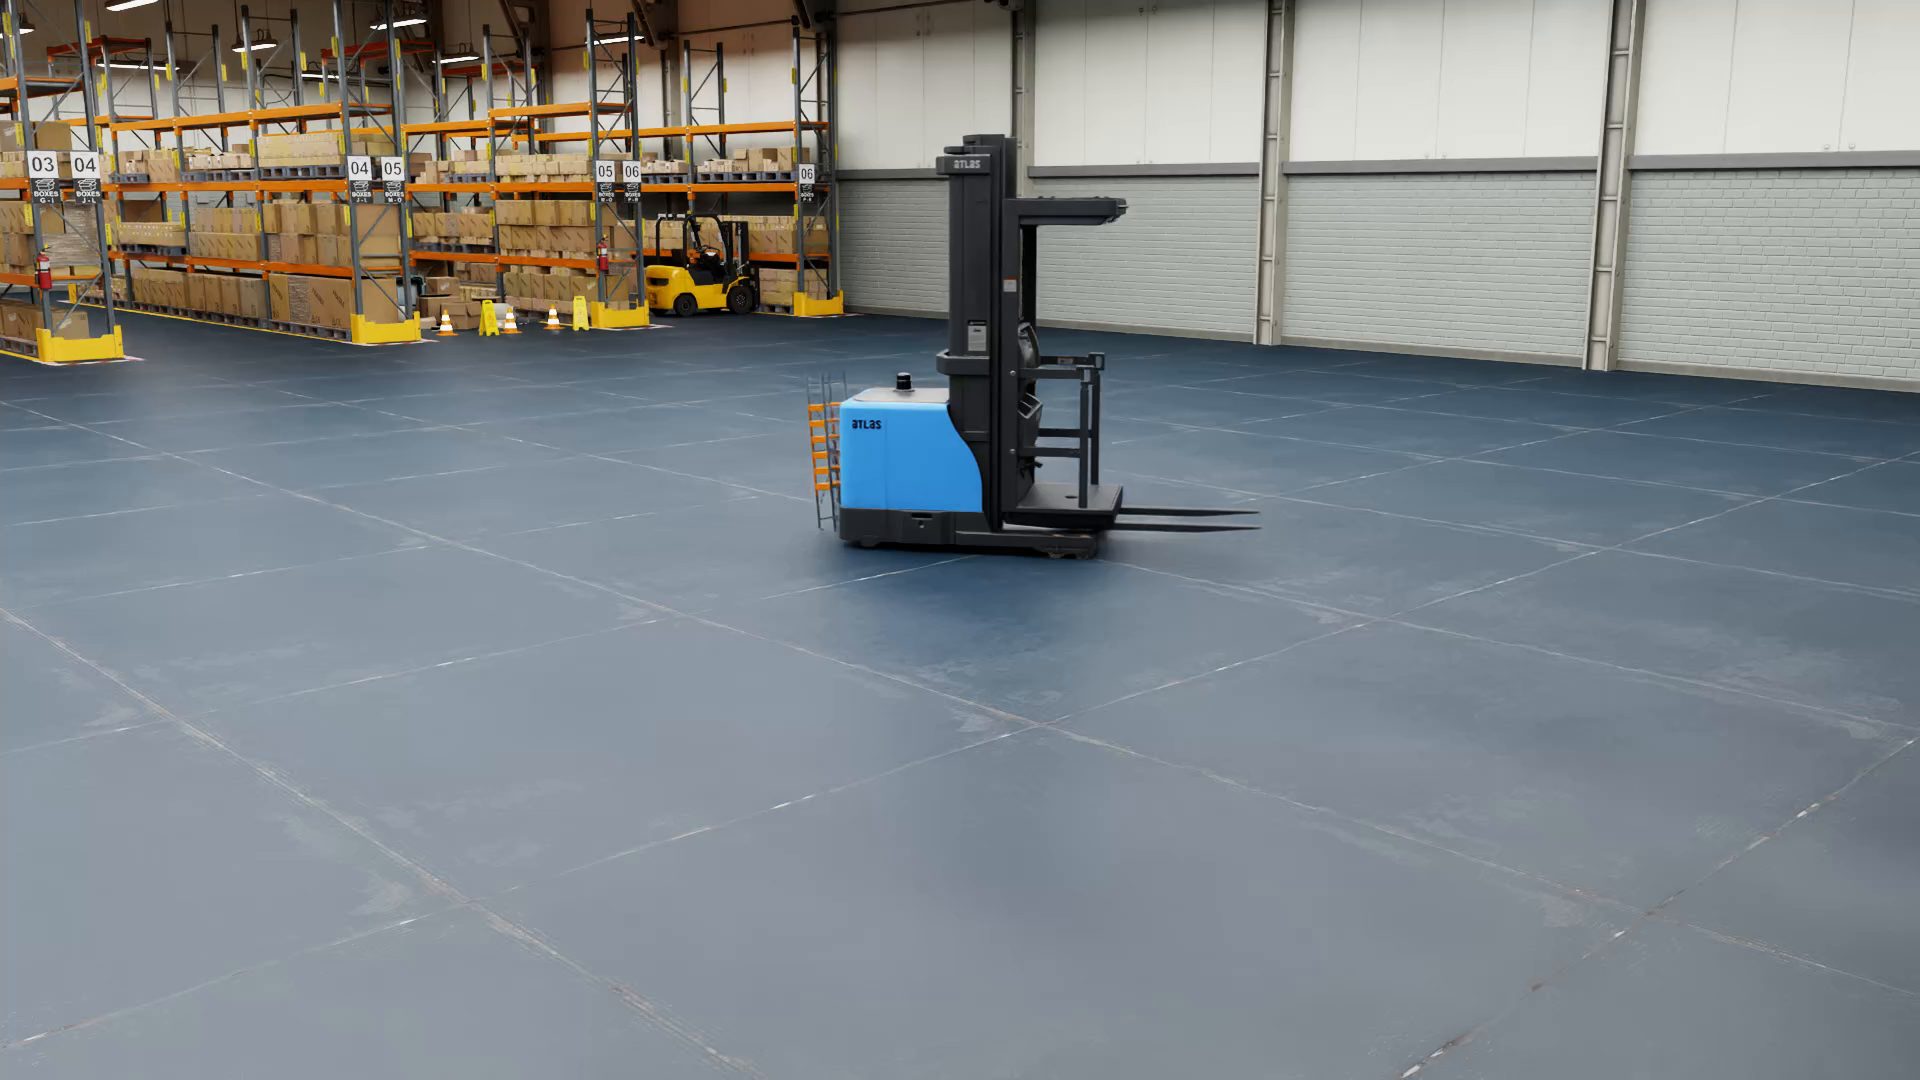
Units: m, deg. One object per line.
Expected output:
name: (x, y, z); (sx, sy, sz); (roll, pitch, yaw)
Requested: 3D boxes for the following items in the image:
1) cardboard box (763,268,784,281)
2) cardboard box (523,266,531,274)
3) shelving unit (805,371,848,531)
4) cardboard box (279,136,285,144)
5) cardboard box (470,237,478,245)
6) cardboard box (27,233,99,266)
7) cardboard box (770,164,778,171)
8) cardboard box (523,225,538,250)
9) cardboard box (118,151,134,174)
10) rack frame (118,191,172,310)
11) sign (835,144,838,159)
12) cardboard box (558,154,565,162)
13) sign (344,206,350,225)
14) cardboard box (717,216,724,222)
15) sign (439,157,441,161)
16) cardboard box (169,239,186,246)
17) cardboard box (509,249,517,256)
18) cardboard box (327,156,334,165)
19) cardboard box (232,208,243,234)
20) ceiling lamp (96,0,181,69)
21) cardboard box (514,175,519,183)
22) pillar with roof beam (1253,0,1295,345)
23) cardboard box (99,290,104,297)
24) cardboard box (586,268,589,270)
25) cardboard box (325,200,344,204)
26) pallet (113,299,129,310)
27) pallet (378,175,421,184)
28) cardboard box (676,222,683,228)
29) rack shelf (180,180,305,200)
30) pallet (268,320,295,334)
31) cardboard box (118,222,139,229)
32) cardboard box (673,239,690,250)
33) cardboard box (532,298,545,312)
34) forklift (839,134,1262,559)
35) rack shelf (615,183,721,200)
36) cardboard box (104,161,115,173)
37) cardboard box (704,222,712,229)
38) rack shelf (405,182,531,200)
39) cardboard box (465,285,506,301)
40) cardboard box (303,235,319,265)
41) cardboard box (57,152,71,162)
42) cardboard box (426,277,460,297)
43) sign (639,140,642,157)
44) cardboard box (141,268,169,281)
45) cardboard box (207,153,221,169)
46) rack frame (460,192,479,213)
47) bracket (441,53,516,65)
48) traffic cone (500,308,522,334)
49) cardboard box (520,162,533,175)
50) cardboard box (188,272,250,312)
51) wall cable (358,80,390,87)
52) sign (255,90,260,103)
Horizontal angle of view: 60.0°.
cardboard box: (-4.002, -5.848, 36.659); (0.500, 0.250, 0.500); (-11, 16, -42)
cardboard box: (-8.840, -5.612, 34.527); (0.380, 0.149, 0.250); (-10, 15, -40)
shelving unit: (-0.978, -0.679, 12.701); (0.258, 1.200, 0.189); (-11, 10, -43)
cardboard box: (-12.251, -7.331, 30.487); (0.380, 0.149, 0.250); (-11, 16, -42)
cardboard box: (-10.380, -6.486, 36.043); (0.380, 0.149, 0.250); (-11, 16, -43)
cardboard box: (-14.216, -4.608, 26.357); (0.875, 0.500, 0.500); (-11, 16, -43)
cardboard box: (-3.893, -8.081, 36.104); (0.250, 0.149, 0.380); (11, 16, 44)
cardboard box: (-8.648, -6.240, 34.281); (0.500, 0.500, 0.500); (-11, 16, -43)
cardboard box: (-18.304, -8.410, 37.075); (0.700, 0.500, 0.500); (-11, 16, -42)
rack frame: (-18.486, -6.757, 37.773); (1.000, 3.000, 0.127); (-11, 16, -43)
sign: (-2.696, -8.414, 36.024); (0.100, 0.325, 0.005); (-11, 16, -43)
cardboard box: (-7.778, -7.613, 33.144); (0.380, 0.149, 0.250); (-11, 16, -43)
sign: (-10.601, -5.615, 28.774); (0.100, 0.325, 0.005); (-11, 16, -43)
cardboard box: (-5.326, -7.297, 37.803); (0.380, 0.149, 0.250); (-10, 16, -41)
sign: (-14.543, -10.559, 46.628); (0.100, 0.325, 0.005); (-11, 16, -43)
cardboard box: (-16.397, -6.263, 34.961); (0.380, 0.149, 0.250); (-11, 16, -42)
cardboard box: (-9.254, -6.050, 34.967); (0.380, 0.149, 0.250); (-10, 15, -41)
cardboard box: (-10.847, -6.644, 29.128); (0.380, 0.149, 0.250); (-11, 16, -42)
cardboard box: (-14.014, -6.348, 33.064); (0.700, 0.500, 0.500); (-11, 16, -42)
ceiling lamp: (-21.345, -13.896, 43.093); (2.000, 3.185, 0.800); (-11, 16, -43)
cardboard box: (-9.022, -7.493, 34.537); (0.380, 0.149, 0.250); (-11, 16, -43)
pillar with roof beam: (2.243, -7.216, 25.137); (9.100, 9.000, 0.400); (-11, 16, -43)
cardboard box: (-20.040, -5.805, 39.177); (0.380, 0.149, 0.250); (-11, 16, -43)
cardboard box: (-9.361, -6.941, 42.214); (0.250, 0.149, 0.380); (11, 16, 42)
cardboard box: (-15.419, -8.318, 41.019); (0.380, 0.149, 0.250); (-11, 16, -44)
pallet: (-18.976, -5.484, 38.506); (1.003, 0.211, 1.213); (-11, 16, -43)
pallet: (-12.697, -8.341, 38.495); (1.213, 0.211, 1.003); (-10, 15, -40)
cardboard box: (-6.452, -7.407, 39.072); (0.380, 0.149, 0.250); (-11, 16, -43)
rack shelf: (-14.343, -6.998, 33.292); (1.077, 0.370, 4.000); (-11, 16, -43)
pallet: (-12.493, -4.101, 31.795); (1.003, 0.211, 1.213); (-11, 16, -43)
cardboard box: (-18.547, -7.009, 37.105); (0.380, 0.149, 0.250); (-10, 15, -40)
cardboard box: (-6.401, -6.949, 39.080); (0.500, 0.250, 0.500); (-10, 16, -41)
cardboard box: (-8.494, -4.875, 34.415); (0.500, 0.250, 0.500); (-11, 16, -43)
forklift: (0.685, -1.418, 12.031); (3.031, 2.935, 1.130); (2, 12, 9)
rack shelf: (-7.245, -8.394, 40.072); (1.077, 0.370, 4.000); (-11, 16, -43)
cardboard box: (-18.989, -8.429, 37.590); (0.500, 0.250, 0.500); (11, 16, 42)
cardboard box: (-5.654, -7.232, 38.224); (0.380, 0.149, 0.250); (-10, 16, -41)
rack shelf: (-10.832, -7.702, 36.712); (1.077, 0.370, 4.000); (-11, 16, -43)
cardboard box: (-10.314, -5.393, 36.625); (0.950, 0.372, 0.625); (-10, 15, -39)
cardboard box: (-11.576, -5.375, 30.693); (0.875, 0.550, 0.500); (-11, 16, -43)
cardboard box: (-13.879, -5.992, 26.013); (0.380, 0.149, 0.250); (-11, 16, -43)
cardboard box: (-10.718, -5.188, 34.476); (0.500, 0.500, 0.500); (-11, 16, -43)
sign: (-6.297, -7.683, 32.668); (0.100, 0.325, 0.005); (-11, 16, -43)
cardboard box: (-17.798, -5.883, 36.829); (0.500, 0.250, 0.500); (-10, 16, -41)
cardboard box: (-14.683, -7.569, 33.213); (0.500, 0.311, 0.500); (-11, 16, -44)
rack frame: (-14.151, -8.737, 47.386); (1.000, 3.000, 0.127); (-11, 16, -43)
bracket: (-13.540, -13.469, 46.566); (0.076, 0.066, 4.783); (-11, 16, -43)
traffic cone: (-8.487, -4.146, 31.388); (0.336, 0.463, 0.334); (-11, 16, -43)
cardboard box: (-8.646, -7.584, 33.988); (0.500, 0.250, 0.500); (-11, 16, -42)
cardboard box: (-15.369, -5.175, 34.632); (1.050, 0.750, 0.750); (-11, 16, -43)
wall cable: (-17.123, -15.402, 51.083); (2.988, 3.039, 0.133); (-11, 16, -43)
sign: (-18.144, -11.442, 42.939); (0.100, 0.325, 0.005); (-11, 16, -43)
